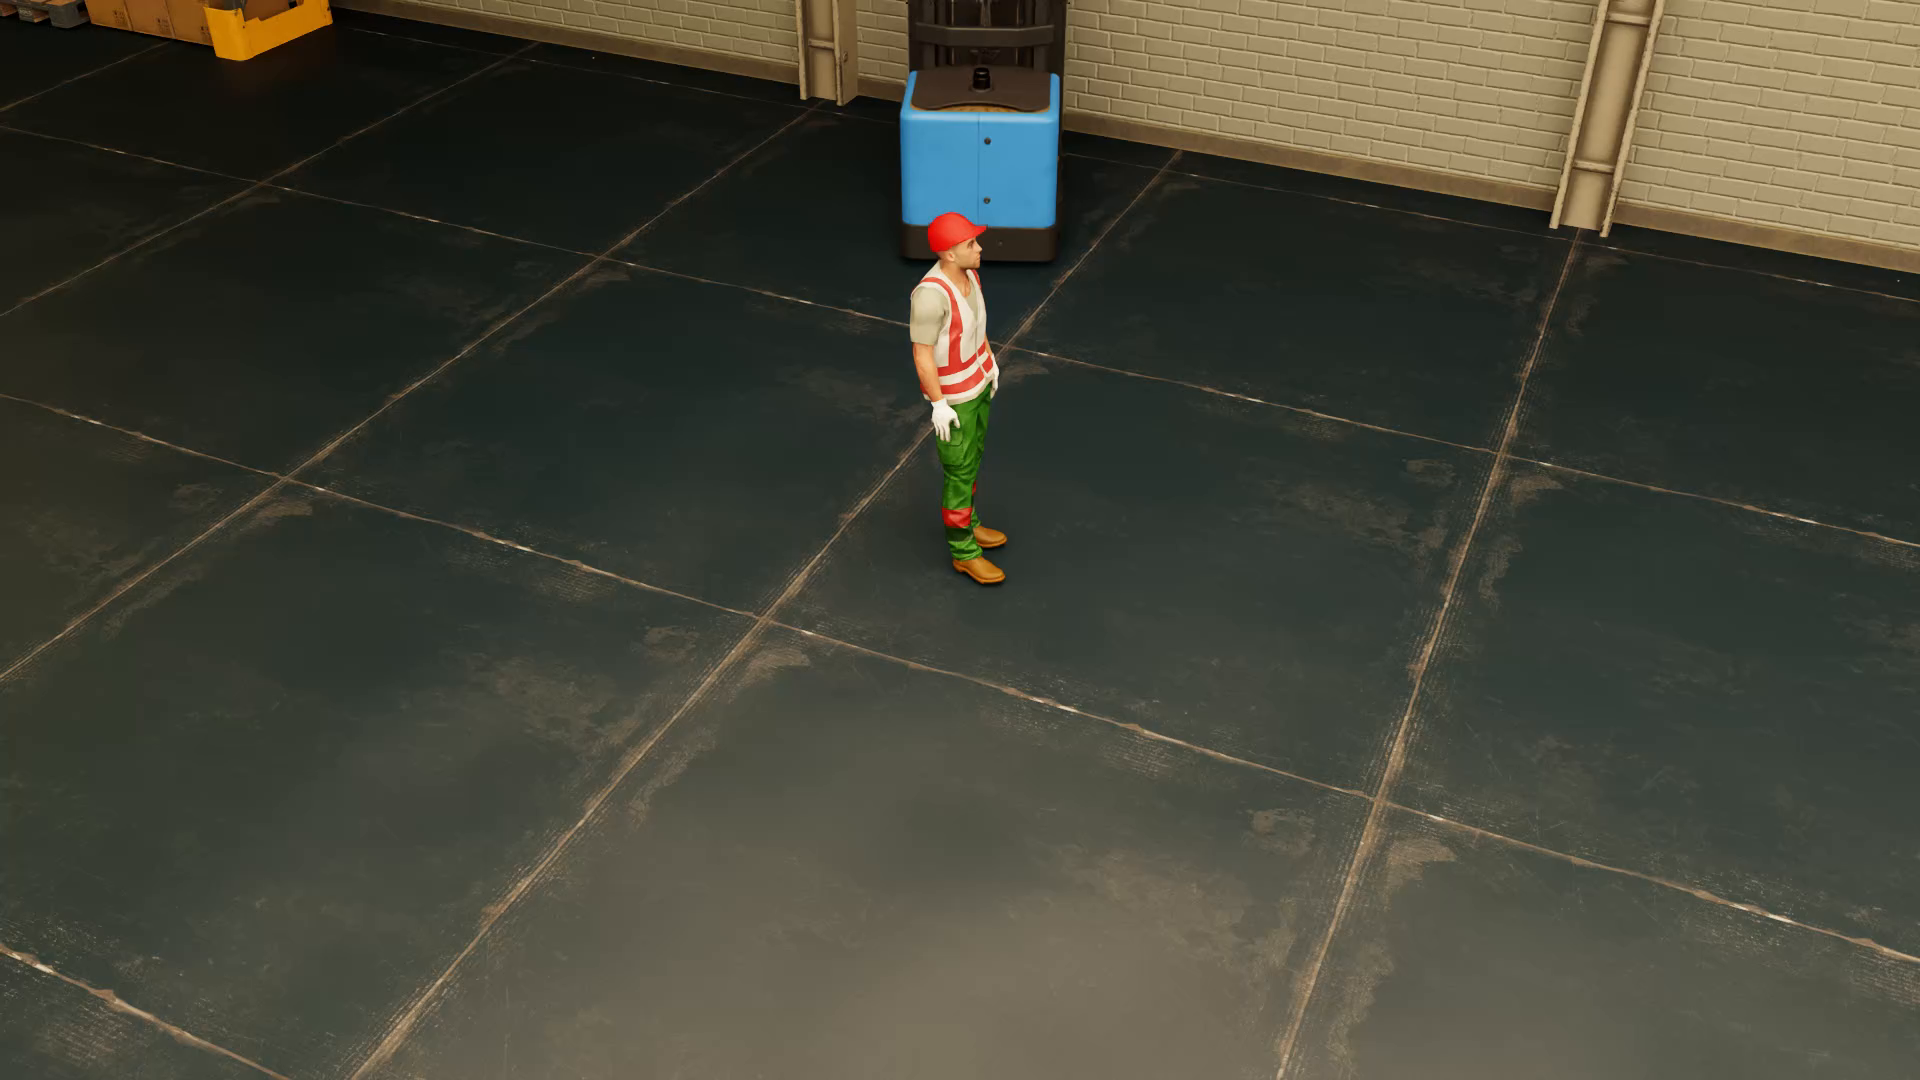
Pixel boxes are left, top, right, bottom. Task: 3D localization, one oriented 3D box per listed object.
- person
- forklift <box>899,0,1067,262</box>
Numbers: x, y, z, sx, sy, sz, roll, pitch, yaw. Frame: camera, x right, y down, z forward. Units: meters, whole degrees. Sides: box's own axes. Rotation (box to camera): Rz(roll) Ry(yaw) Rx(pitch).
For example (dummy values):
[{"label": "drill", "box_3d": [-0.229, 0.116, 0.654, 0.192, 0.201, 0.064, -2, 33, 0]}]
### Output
[{"label": "person", "box_3d": [0.069, -0.709, 8.052, 0.562, 1.789, 0.638, 15, 38, 20]}, {"label": "forklift", "box_3d": [0.201, -3.880, 11.527, 1.130, 2.935, 3.031, 2, 36, 3]}]
